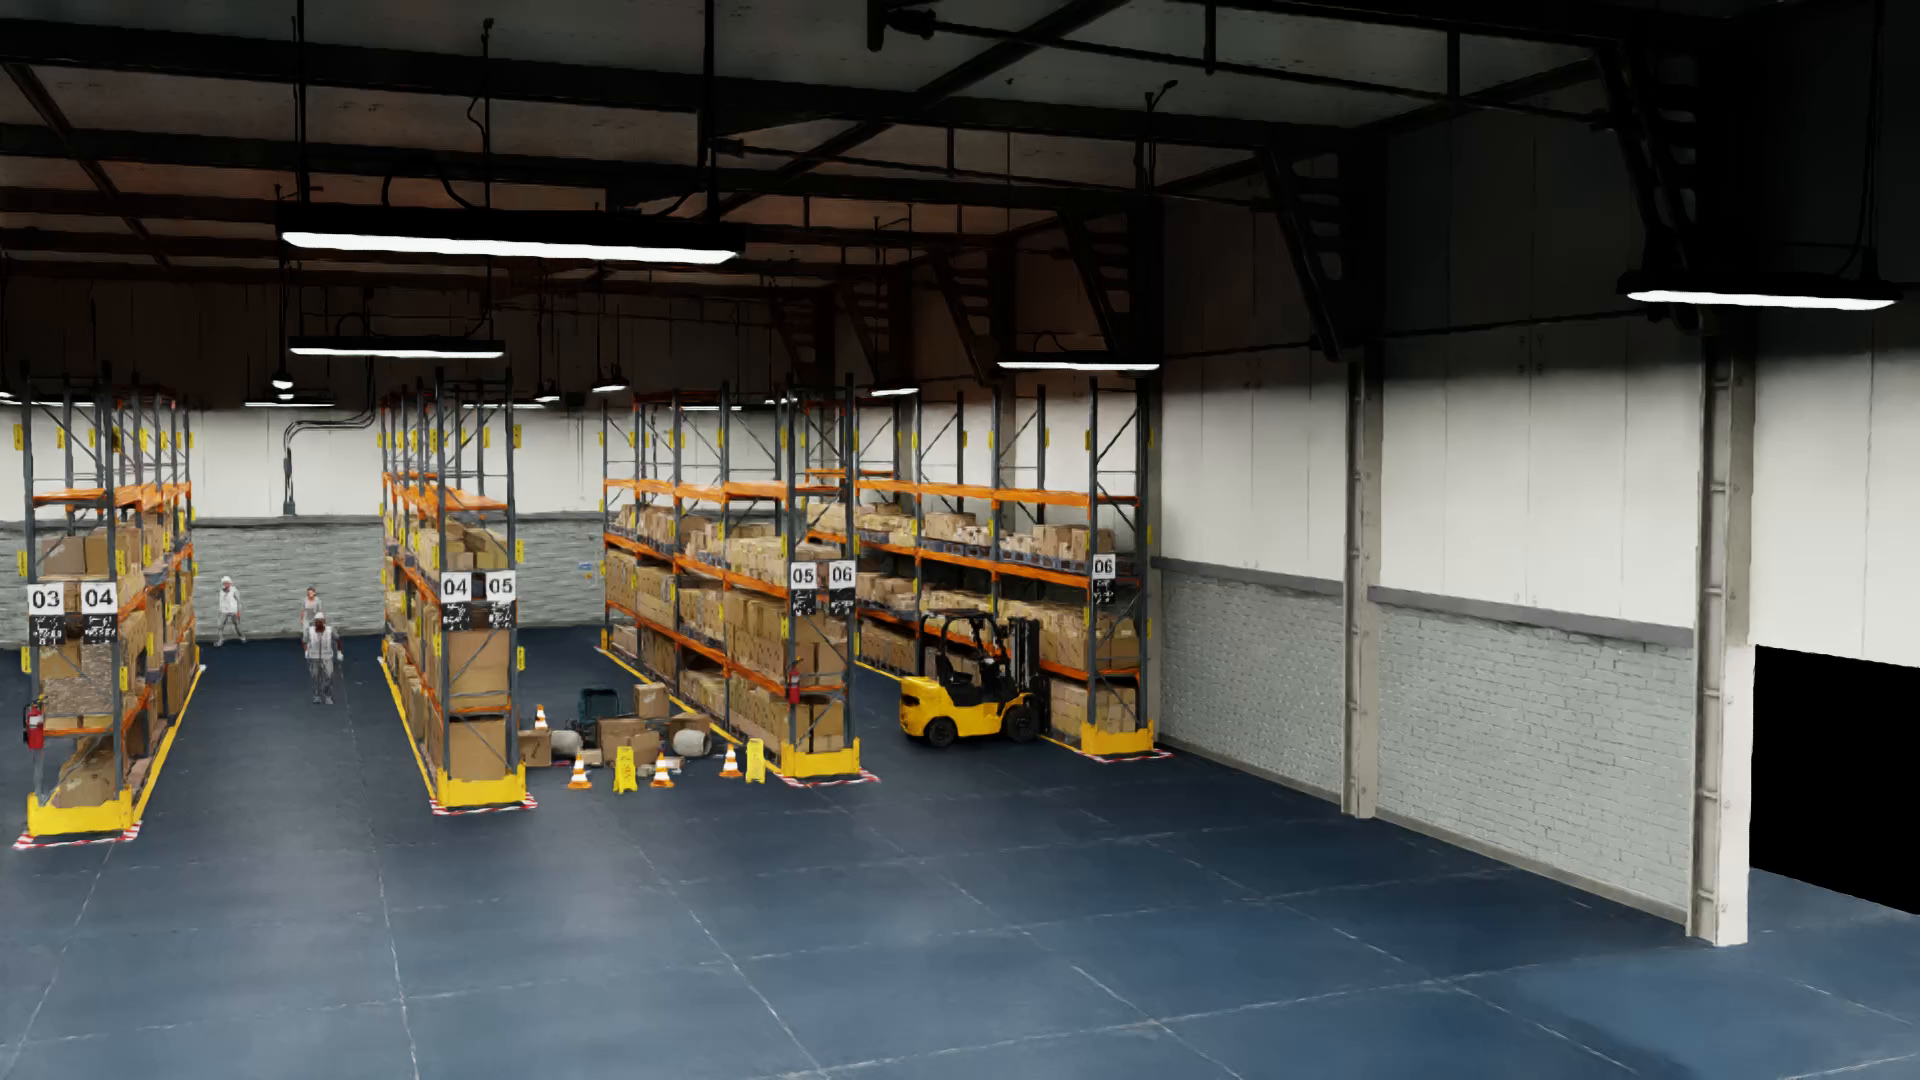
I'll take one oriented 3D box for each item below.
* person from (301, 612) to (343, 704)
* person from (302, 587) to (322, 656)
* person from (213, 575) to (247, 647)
[{"bbox_3d":[-12.112,2.236,31.577,0.732,1.743,0.692,-1,4,-18],"label":"person"},{"bbox_3d":[-15.043,1.868,38.616,0.445,1.591,1.110,-2,4,-24],"label":"person"},{"bbox_3d":[-17.765,1.715,40.478,0.576,1.724,0.961,0,3,0],"label":"person"}]
